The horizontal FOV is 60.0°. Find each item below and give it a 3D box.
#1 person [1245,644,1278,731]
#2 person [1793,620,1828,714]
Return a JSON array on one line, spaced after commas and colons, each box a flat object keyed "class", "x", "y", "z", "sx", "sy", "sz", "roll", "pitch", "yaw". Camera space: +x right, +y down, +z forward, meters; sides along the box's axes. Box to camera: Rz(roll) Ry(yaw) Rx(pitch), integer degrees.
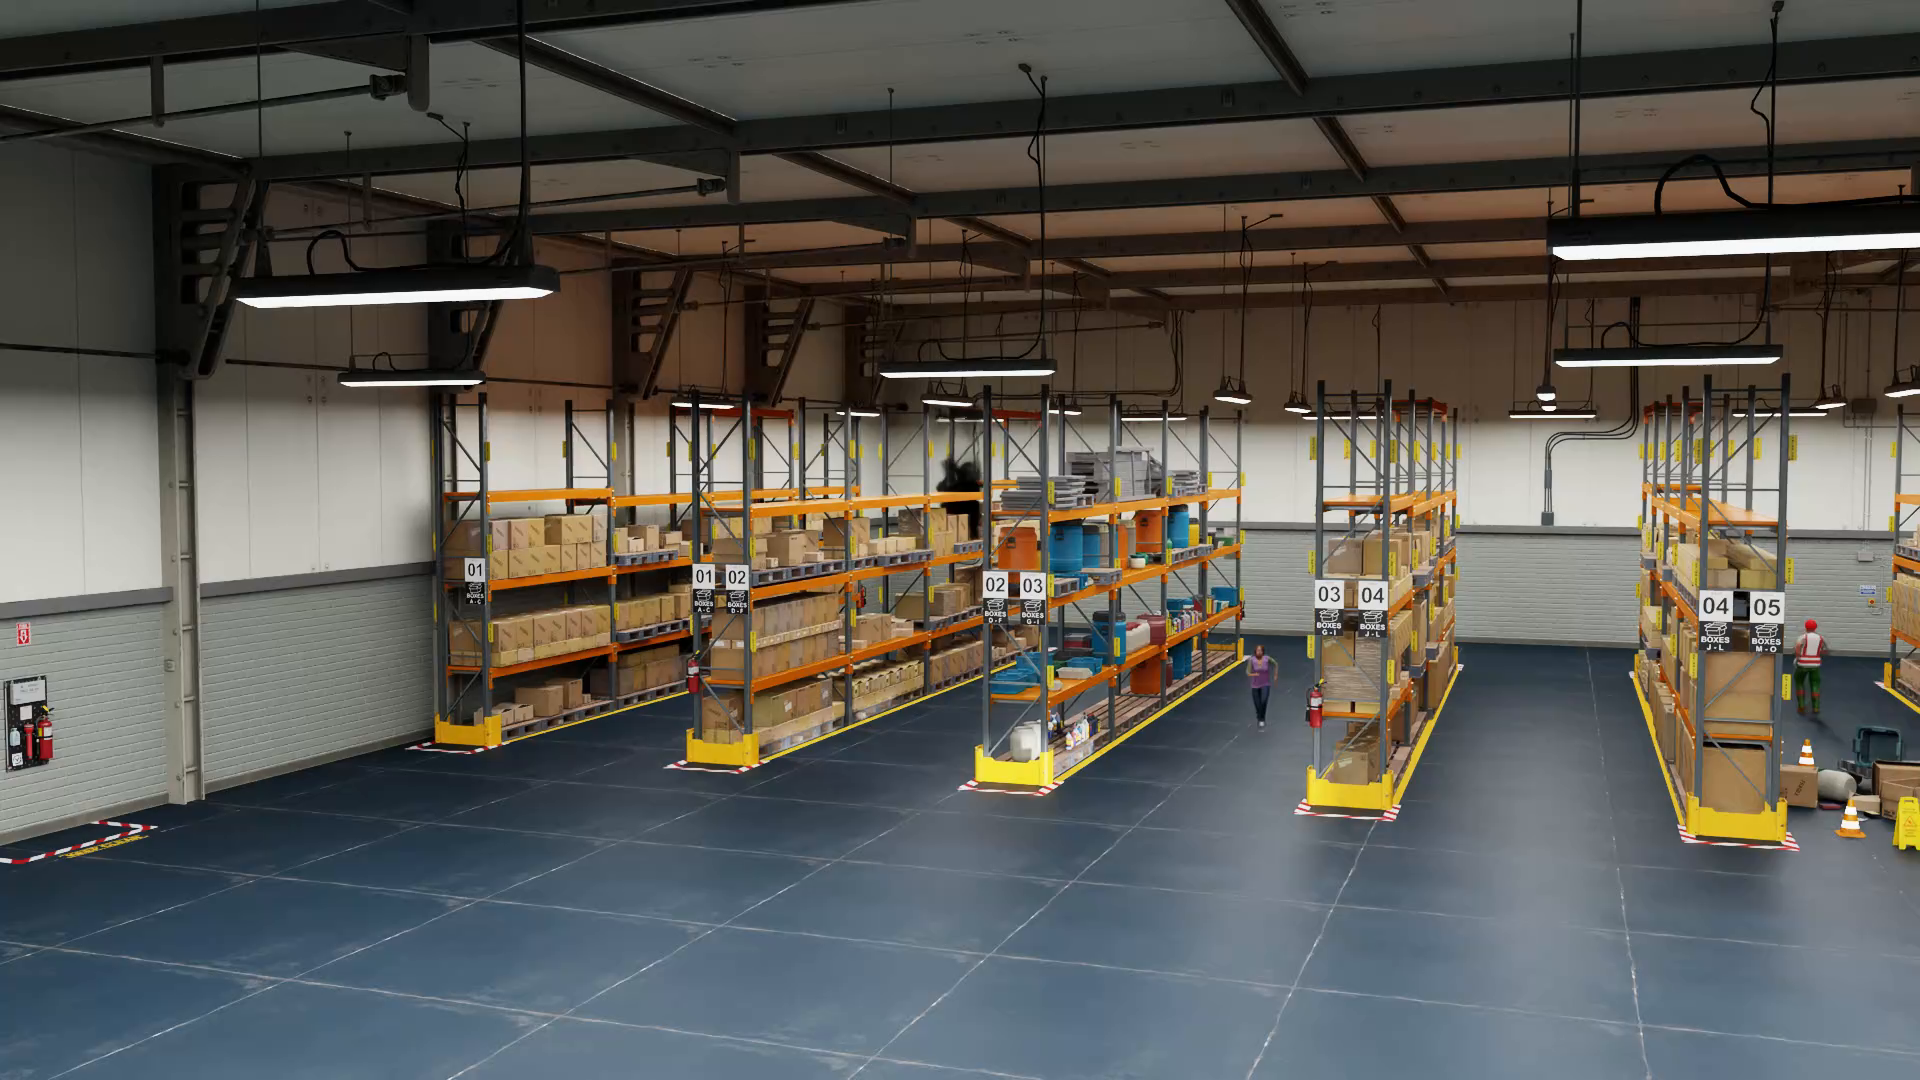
[{"class": "person", "x": 5.362, "y": 2.620, "z": 29.586, "sx": 0.566, "sy": 1.552, "sz": 0.741, "roll": 1, "pitch": 3, "yaw": 11}, {"class": "person", "x": 16.114, "y": 2.430, "z": 31.541, "sx": 0.665, "sy": 1.851, "sz": 0.776, "roll": 1, "pitch": 3, "yaw": 11}]
